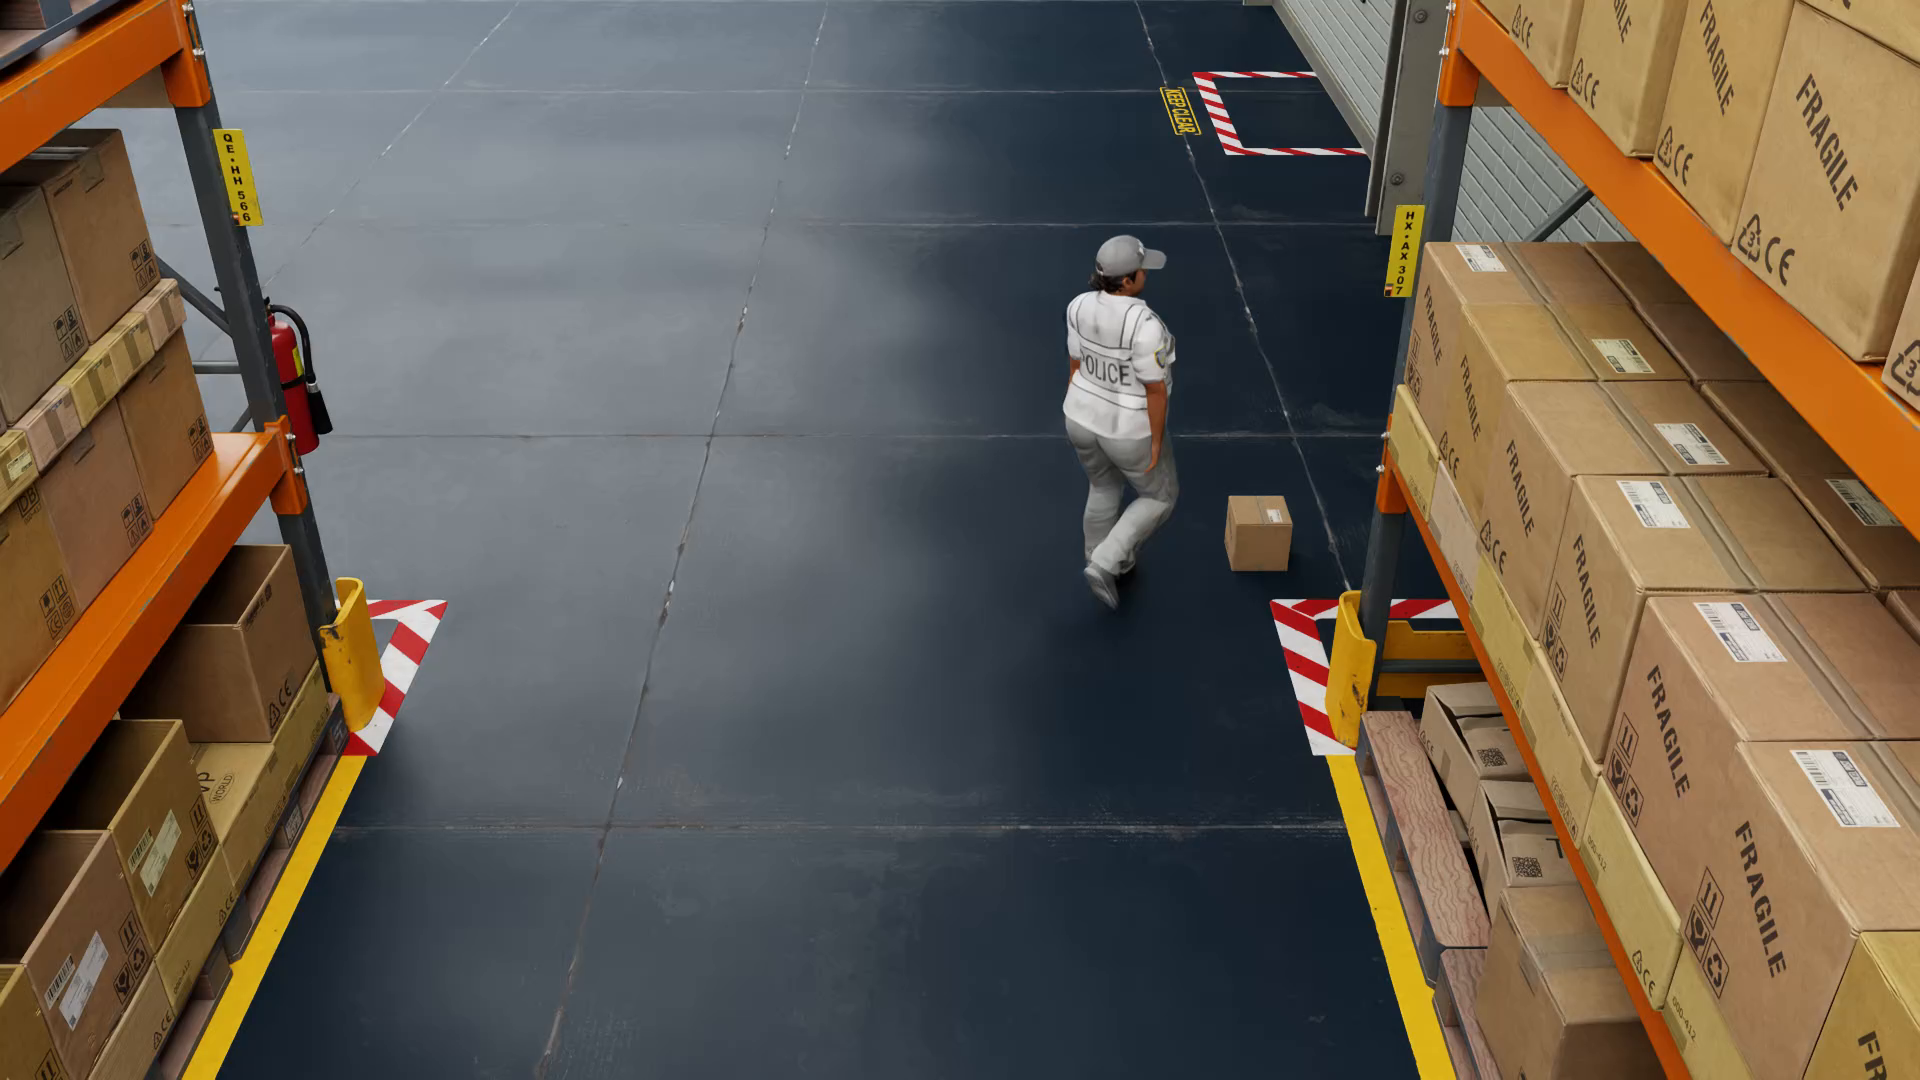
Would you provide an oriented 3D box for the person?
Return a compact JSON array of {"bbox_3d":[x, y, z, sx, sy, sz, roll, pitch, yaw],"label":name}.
[{"bbox_3d":[0.642,-0.471,6.872,0.492,1.648,0.574,24,39,34],"label":"person"}]
